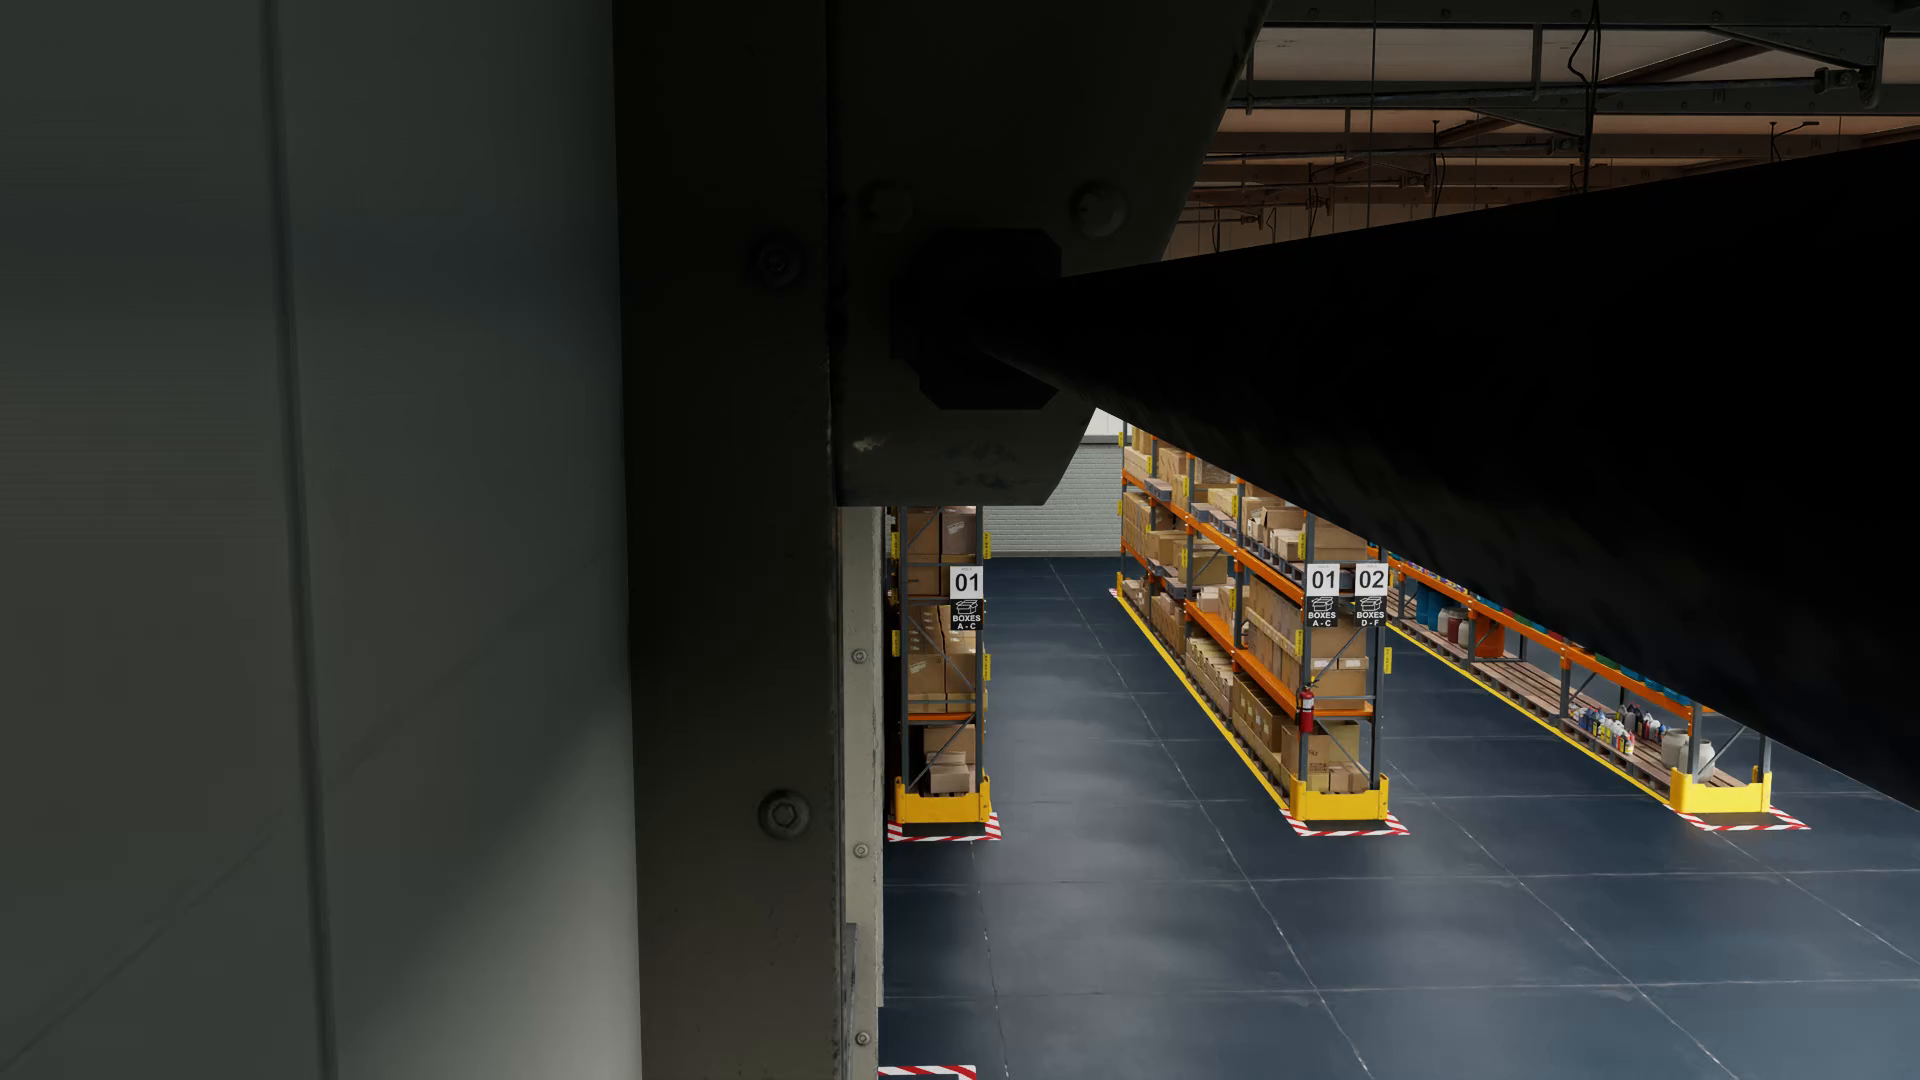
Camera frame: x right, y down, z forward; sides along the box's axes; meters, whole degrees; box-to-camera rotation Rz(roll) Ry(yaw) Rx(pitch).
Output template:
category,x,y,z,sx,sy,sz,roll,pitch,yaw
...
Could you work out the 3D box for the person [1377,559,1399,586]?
category,x,y,z,sx,sy,sz,roll,pitch,yaw
person,9.674,0.207,37.741,0.691,1.671,0.816,-8,11,-44
